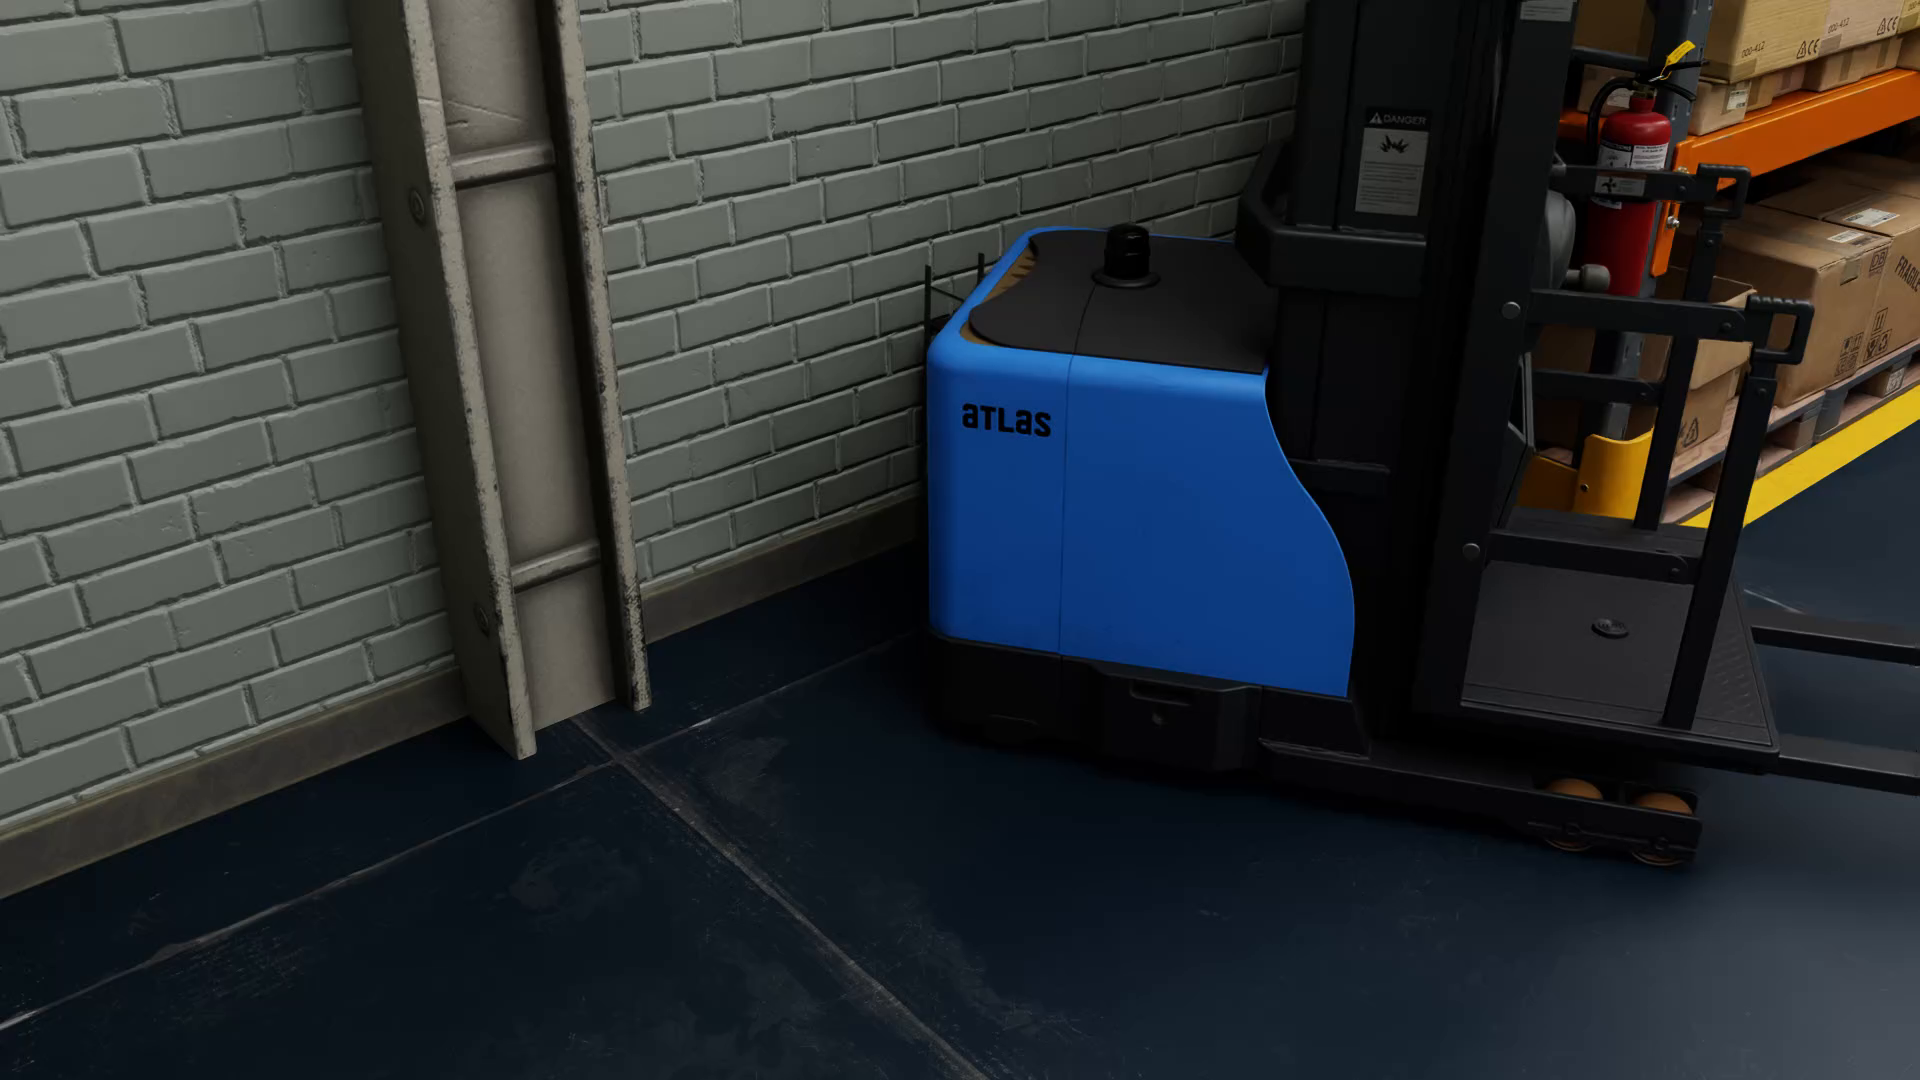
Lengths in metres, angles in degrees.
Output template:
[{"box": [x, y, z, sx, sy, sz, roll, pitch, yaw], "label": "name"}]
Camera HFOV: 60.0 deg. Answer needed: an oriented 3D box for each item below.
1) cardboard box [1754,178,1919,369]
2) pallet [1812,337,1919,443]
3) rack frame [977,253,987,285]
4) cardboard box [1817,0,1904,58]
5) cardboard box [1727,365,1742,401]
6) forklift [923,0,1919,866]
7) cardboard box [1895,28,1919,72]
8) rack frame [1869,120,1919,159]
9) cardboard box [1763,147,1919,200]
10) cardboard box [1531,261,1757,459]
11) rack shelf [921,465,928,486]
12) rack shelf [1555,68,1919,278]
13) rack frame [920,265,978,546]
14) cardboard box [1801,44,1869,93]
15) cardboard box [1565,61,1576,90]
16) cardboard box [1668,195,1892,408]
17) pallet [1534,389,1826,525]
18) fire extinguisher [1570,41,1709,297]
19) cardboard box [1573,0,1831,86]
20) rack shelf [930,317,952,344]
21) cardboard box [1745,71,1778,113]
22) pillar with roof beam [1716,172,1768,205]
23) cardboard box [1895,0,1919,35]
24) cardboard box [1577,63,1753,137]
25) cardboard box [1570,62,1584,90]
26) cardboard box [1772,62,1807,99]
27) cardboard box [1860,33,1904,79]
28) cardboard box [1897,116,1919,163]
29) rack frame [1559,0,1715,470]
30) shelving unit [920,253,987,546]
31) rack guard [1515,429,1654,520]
[{"box": [3.237, -0.991, 6.129, 0.500, 0.500, 0.500, -21, 35, -34], "label": "cardboard box"}, {"box": [3.159, -0.791, 6.506, 1.213, 0.211, 1.003, -22, 35, -35], "label": "pallet"}, {"box": [0.123, -0.408, 5.060, 0.006, 0.900, 0.240, -20, 34, -36], "label": "rack frame"}, {"box": [2.471, -1.643, 4.986, 0.500, 0.250, 0.500, -21, 35, -34], "label": "cardboard box"}, {"box": [2.443, -0.579, 5.730, 0.250, 0.149, 0.380, -24, 36, -37], "label": "cardboard box"}, {"box": [1.483, -0.820, 3.675, 3.031, 2.935, 1.130, 8, 29, 14], "label": "forklift"}, {"box": [3.008, -1.650, 5.421, 0.250, 0.149, 0.380, -23, 36, -36], "label": "cardboard box"}, {"box": [4.611, -2.606, 6.943, 0.127, 3.000, 1.000, -22, 35, -35], "label": "rack frame"}, {"box": [3.560, -1.183, 6.488, 0.500, 0.500, 0.700, -23, 36, -37], "label": "cardboard box"}, {"box": [2.095, -0.619, 5.429, 0.637, 0.503, 0.797, -24, 36, -37], "label": "cardboard box"}, {"box": [0.039, -0.190, 5.097, 0.200, 0.077, 0.258, -20, 34, -36], "label": "rack shelf"}, {"box": [3.089, -1.676, 5.968, 4.000, 0.370, 1.077, -22, 35, -35], "label": "rack shelf"}, {"box": [-0.033, -0.353, 4.941, 0.006, 0.900, 0.240, -20, 34, -36], "label": "rack frame"}, {"box": [2.569, -1.516, 5.171, 0.250, 0.149, 0.380, -21, 34, -33], "label": "cardboard box"}, {"box": [1.646, -1.469, 5.082, 0.250, 0.149, 0.380, -22, 35, -35], "label": "cardboard box"}, {"box": [2.770, -0.865, 5.893, 0.500, 0.500, 0.700, -20, 34, -33], "label": "cardboard box"}, {"box": [2.231, -0.419, 5.811, 1.213, 0.211, 1.003, -22, 35, -35], "label": "pallet"}, {"box": [1.756, -0.973, 4.365, 0.183, 0.674, 0.296, -22, 35, -35], "label": "fire extinguisher"}, {"box": [2.088, -1.489, 4.698, 0.500, 0.250, 0.500, -22, 35, -35], "label": "cardboard box"}, {"box": [0.051, -0.592, 4.893, 0.200, 0.077, 0.258, -20, 34, -36], "label": "rack shelf"}, {"box": [2.159, -1.368, 4.893, 0.250, 0.149, 0.380, -21, 35, -34], "label": "cardboard box"}, {"box": [6.290, -3.818, 2.847, 0.400, 9.000, 9.100, -22, 35, -35], "label": "pillar with roof beam"}, {"box": [2.855, -1.800, 5.279, 0.500, 0.250, 0.500, -23, 36, -36], "label": "cardboard box"}, {"box": [1.996, -1.273, 4.717, 0.250, 0.149, 0.380, -22, 35, -35], "label": "cardboard box"}, {"box": [1.879, -1.524, 5.186, 0.250, 0.149, 0.380, -21, 34, -34], "label": "cardboard box"}, {"box": [2.337, -1.461, 5.067, 0.250, 0.149, 0.380, -22, 35, -36], "label": "cardboard box"}, {"box": [2.767, -1.599, 5.326, 0.250, 0.149, 0.380, -21, 35, -34], "label": "cardboard box"}, {"box": [4.792, -1.945, 7.913, 0.500, 0.500, 0.500, -22, 35, -35], "label": "cardboard box"}, {"box": [1.568, -1.382, 4.653, 0.127, 3.000, 1.000, -22, 35, -35], "label": "rack frame"}, {"box": [0.045, -0.381, 5.000, 0.210, 0.900, 0.258, -20, 34, -36], "label": "shelving unit"}, {"box": [1.626, -0.303, 5.286, 0.348, 0.500, 1.175, -22, 35, -35], "label": "rack guard"}]
